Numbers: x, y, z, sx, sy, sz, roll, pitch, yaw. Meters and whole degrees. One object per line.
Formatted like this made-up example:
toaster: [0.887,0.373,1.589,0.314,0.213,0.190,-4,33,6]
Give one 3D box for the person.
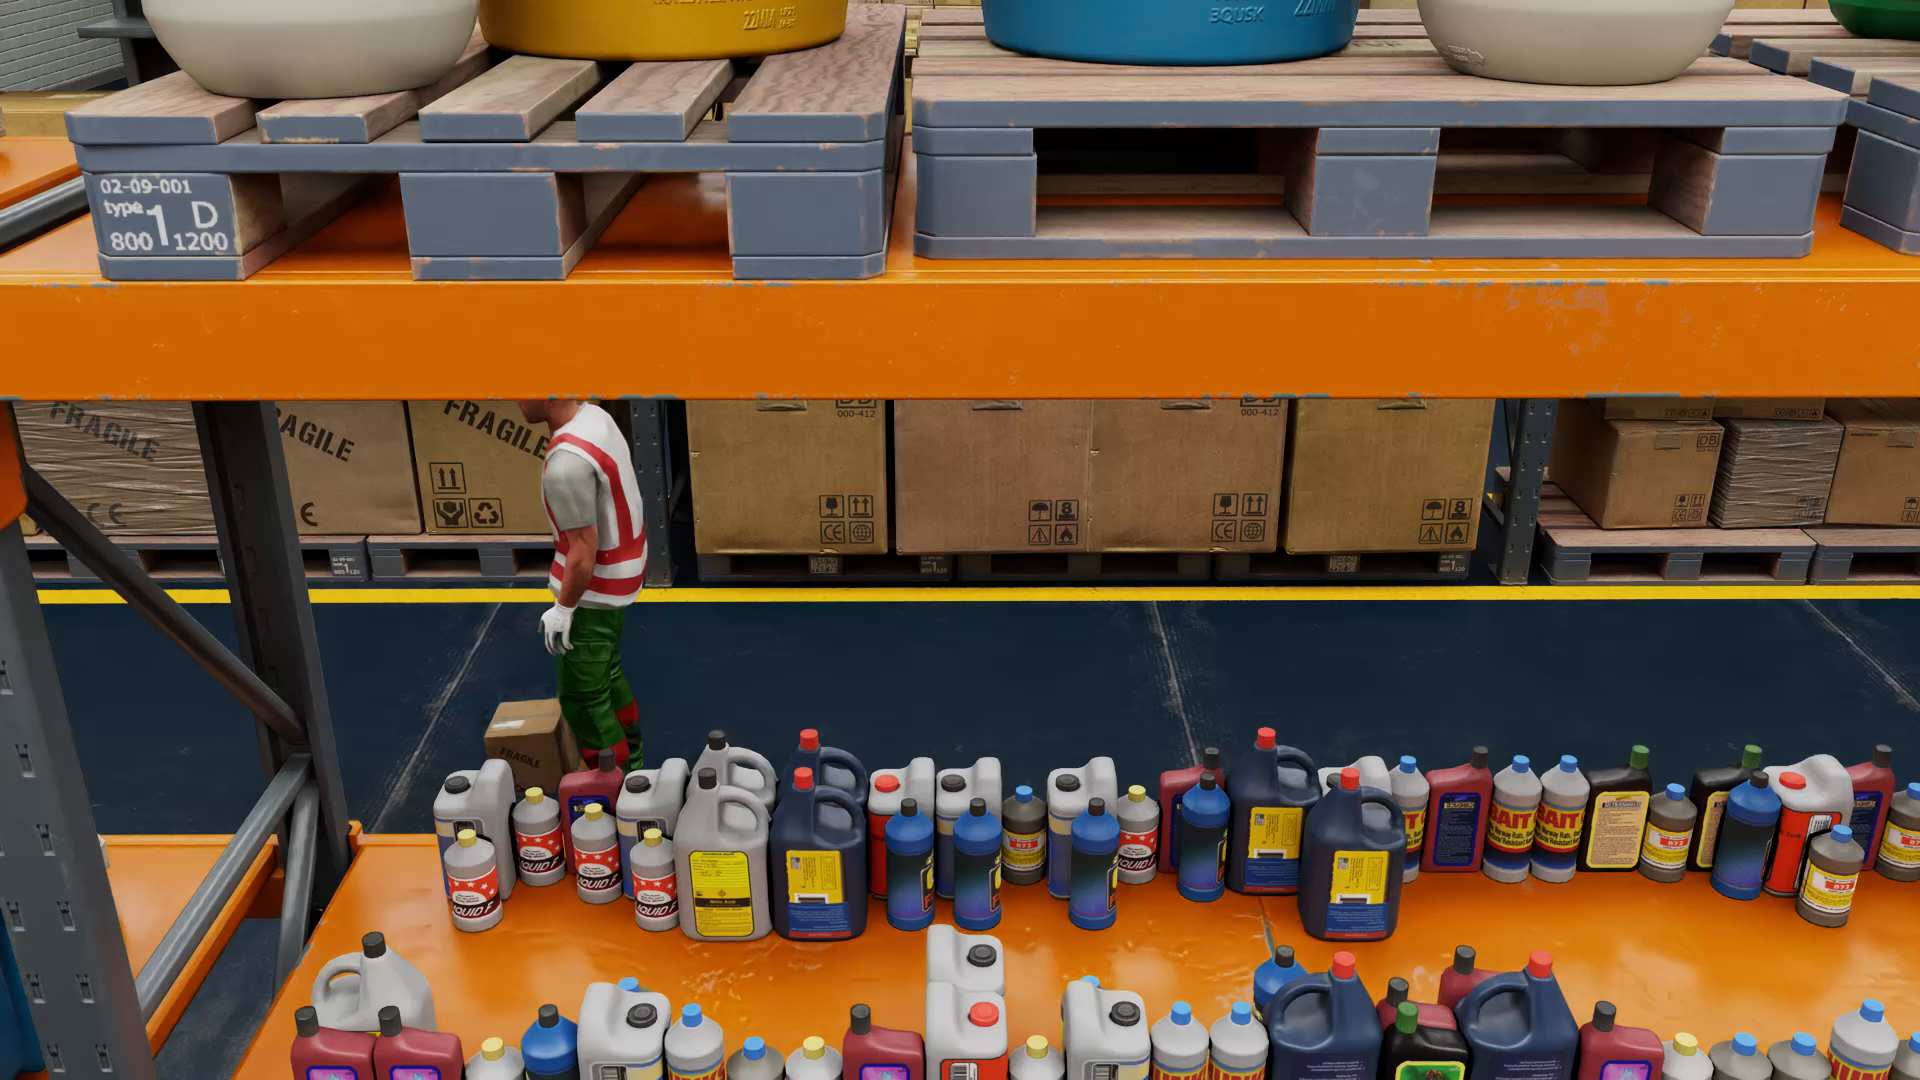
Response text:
person: [-1.290,0.161,5.717,0.435,1.781,0.568,-1,24,-2]
